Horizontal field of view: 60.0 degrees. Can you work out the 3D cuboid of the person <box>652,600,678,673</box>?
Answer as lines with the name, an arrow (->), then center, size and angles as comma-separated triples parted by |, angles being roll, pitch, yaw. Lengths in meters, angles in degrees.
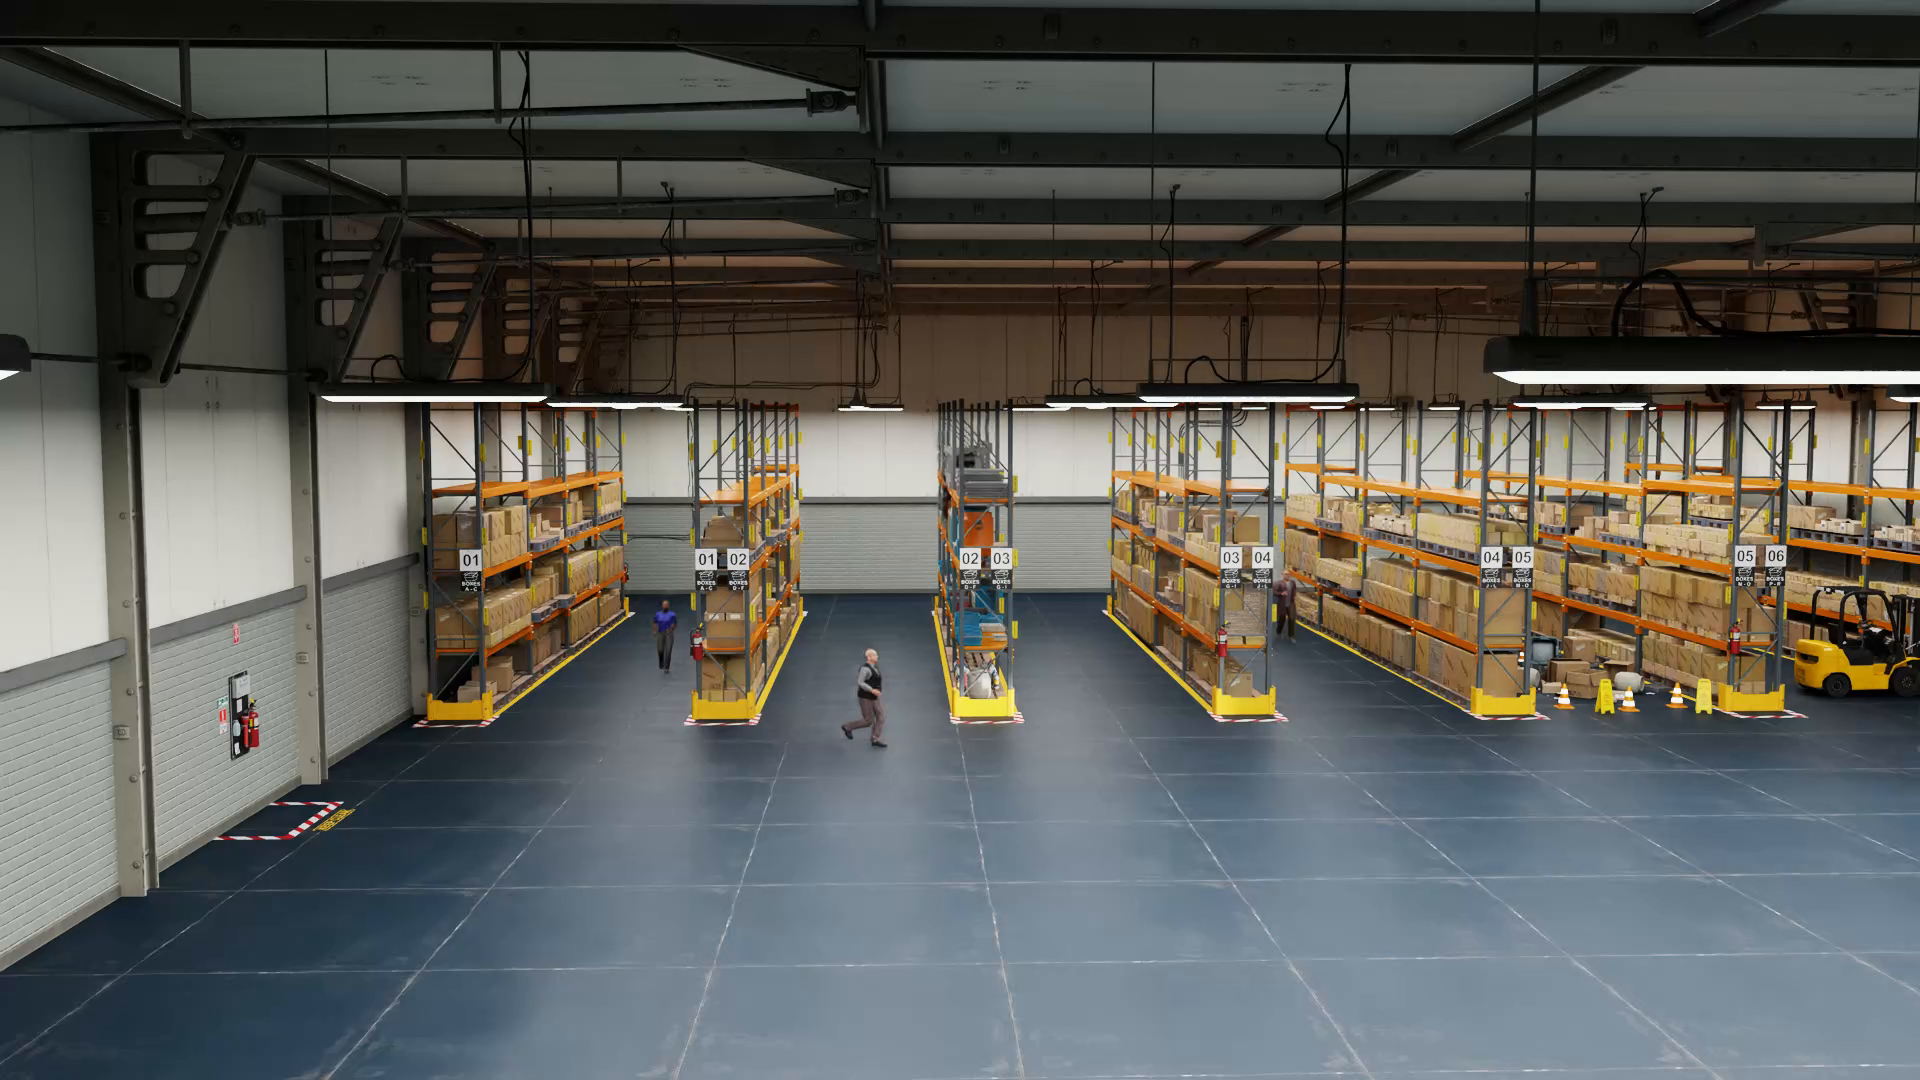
person -> -6.499, 2.135, 36.616 | 0.573, 1.609, 0.556 | 0, 4, -6

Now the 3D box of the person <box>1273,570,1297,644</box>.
person -> 8.146, 1.654, 41.599 | 0.701, 1.808, 0.985 | -1, 4, -7

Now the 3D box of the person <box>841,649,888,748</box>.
person -> -1.623, 2.714, 28.576 | 0.815, 1.694, 0.655 | 2, 5, 21
